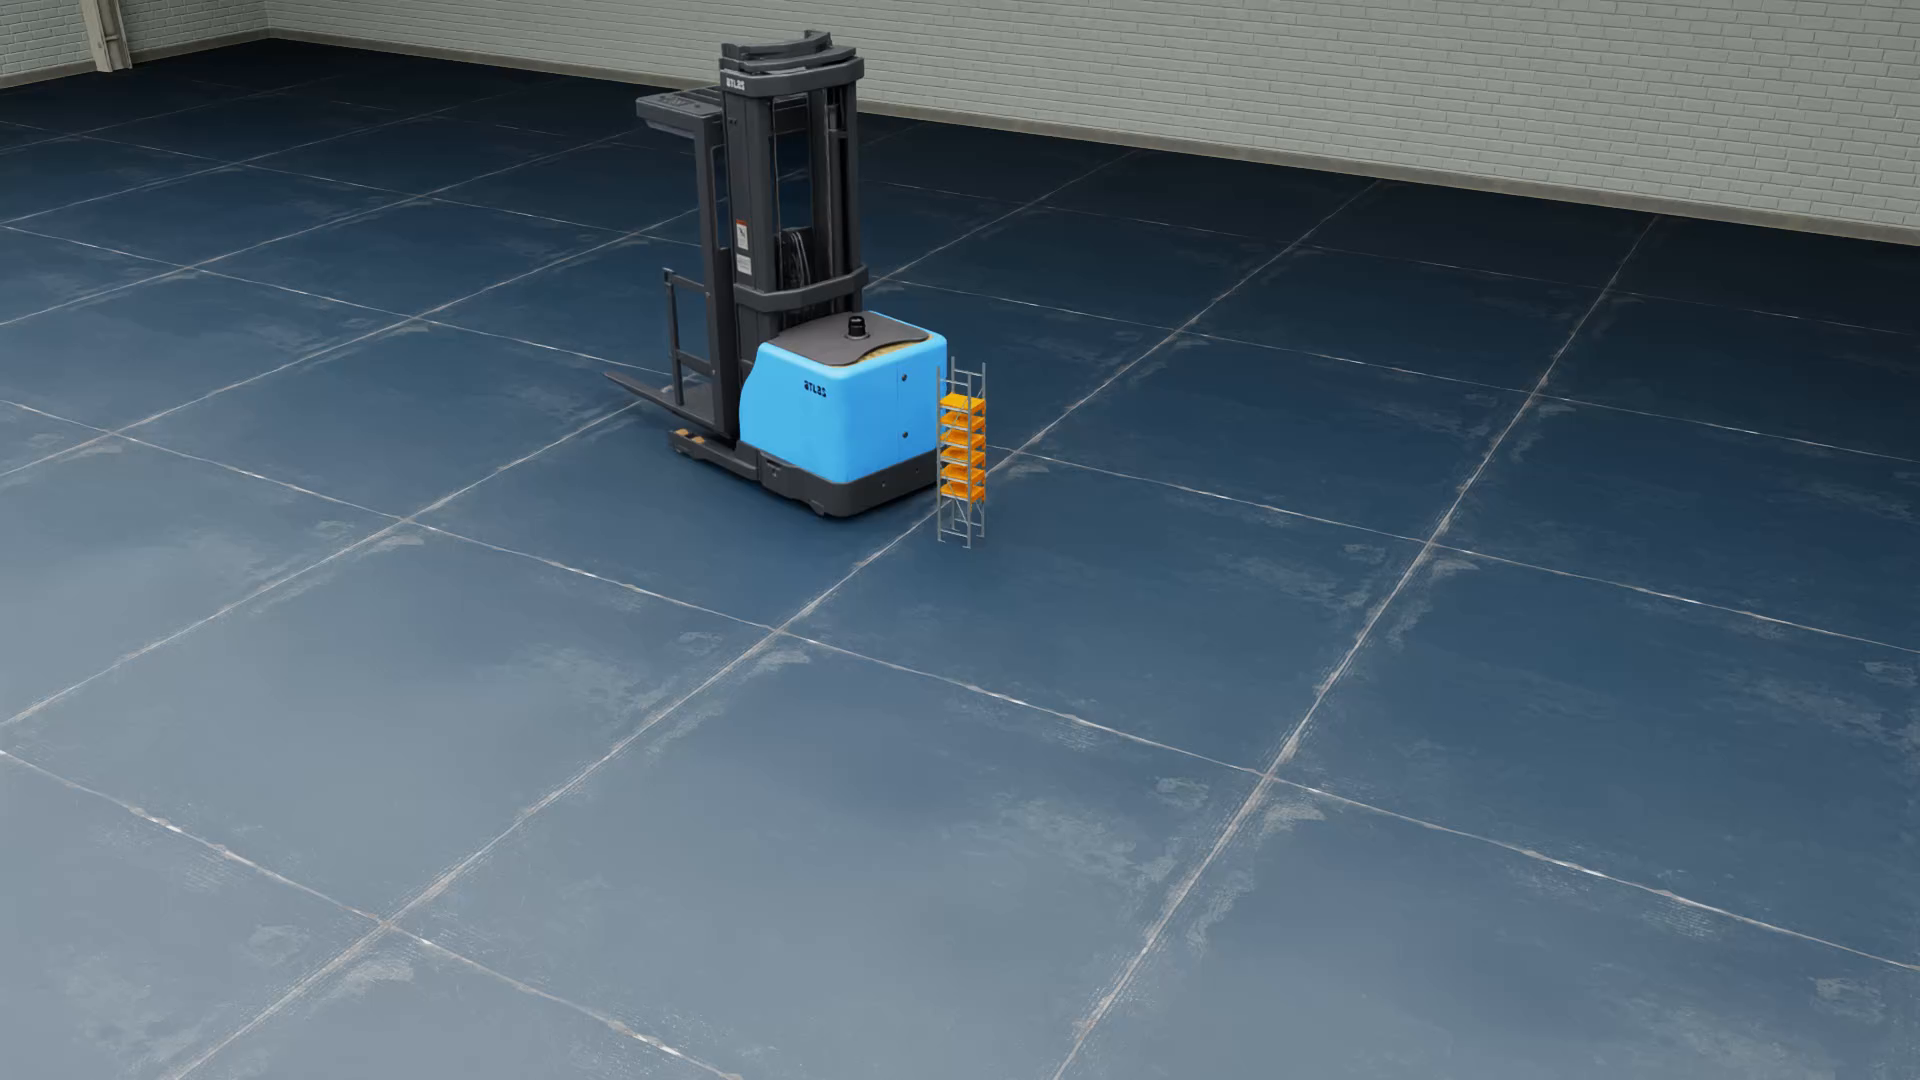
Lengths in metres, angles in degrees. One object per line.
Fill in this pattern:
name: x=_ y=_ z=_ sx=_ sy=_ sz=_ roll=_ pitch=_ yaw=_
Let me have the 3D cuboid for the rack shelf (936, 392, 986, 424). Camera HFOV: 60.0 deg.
rack shelf: x=0.007 y=-0.824 z=10.351 sx=0.258 sy=0.103 sz=0.180 roll=14 pitch=30 yaw=26

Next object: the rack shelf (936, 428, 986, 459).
rack shelf: x=0.007 y=-0.610 z=10.459 sx=0.258 sy=0.103 sz=0.180 roll=14 pitch=30 yaw=26

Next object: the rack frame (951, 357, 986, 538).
rack frame: x=0.052 y=-0.578 z=10.564 sx=0.240 sy=1.200 sz=0.006 roll=14 pitch=30 yaw=26

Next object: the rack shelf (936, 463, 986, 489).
rack shelf: x=0.007 y=-0.395 z=10.566 sx=0.258 sy=0.103 sz=0.180 roll=14 pitch=30 yaw=26

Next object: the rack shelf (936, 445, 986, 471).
rack shelf: x=0.007 y=-0.502 z=10.513 sx=0.258 sy=0.103 sz=0.180 roll=14 pitch=30 yaw=26

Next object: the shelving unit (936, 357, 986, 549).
shelving unit: x=0.007 y=-0.542 z=10.493 sx=0.258 sy=1.200 sz=0.189 roll=14 pitch=30 yaw=26

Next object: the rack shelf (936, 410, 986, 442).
rack shelf: x=0.007 y=-0.717 z=10.405 sx=0.258 sy=0.103 sz=0.180 roll=14 pitch=30 yaw=26

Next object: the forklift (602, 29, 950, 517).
forklift: x=-1.462 y=-2.025 z=11.521 sx=1.130 sy=2.935 sz=3.031 roll=-24 pitch=35 yaw=-39

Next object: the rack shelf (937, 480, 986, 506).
rack shelf: x=0.007 y=-0.288 z=10.620 sx=0.258 sy=0.103 sz=0.180 roll=14 pitch=30 yaw=26

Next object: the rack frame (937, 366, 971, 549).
rack frame: x=-0.038 y=-0.507 z=10.421 sx=0.240 sy=1.200 sz=0.006 roll=14 pitch=30 yaw=26
